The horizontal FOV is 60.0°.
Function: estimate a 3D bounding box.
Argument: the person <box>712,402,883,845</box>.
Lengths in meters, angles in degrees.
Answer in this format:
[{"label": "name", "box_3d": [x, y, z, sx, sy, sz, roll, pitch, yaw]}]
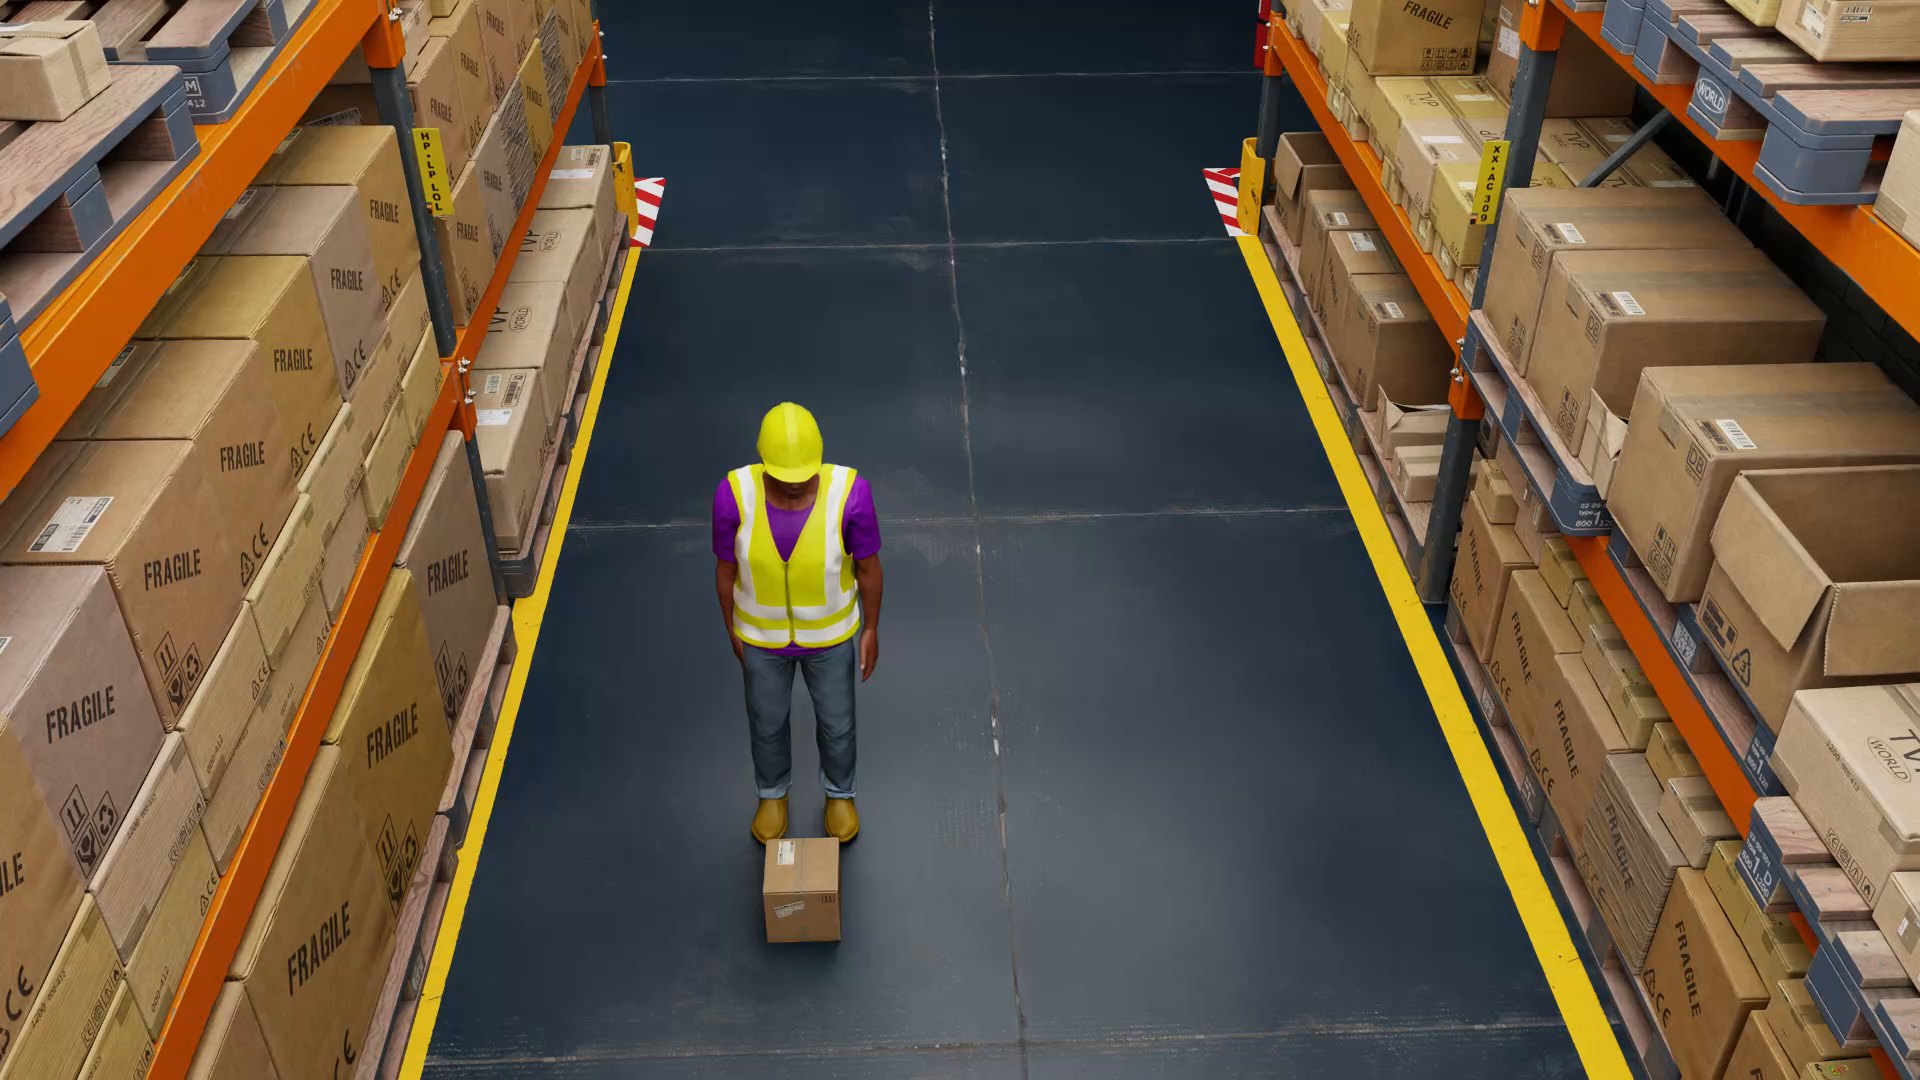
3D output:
[{"label": "person", "box_3d": [-0.542, 0.301, 5.699, 0.567, 1.762, 0.363, -1, 35, -1]}]
